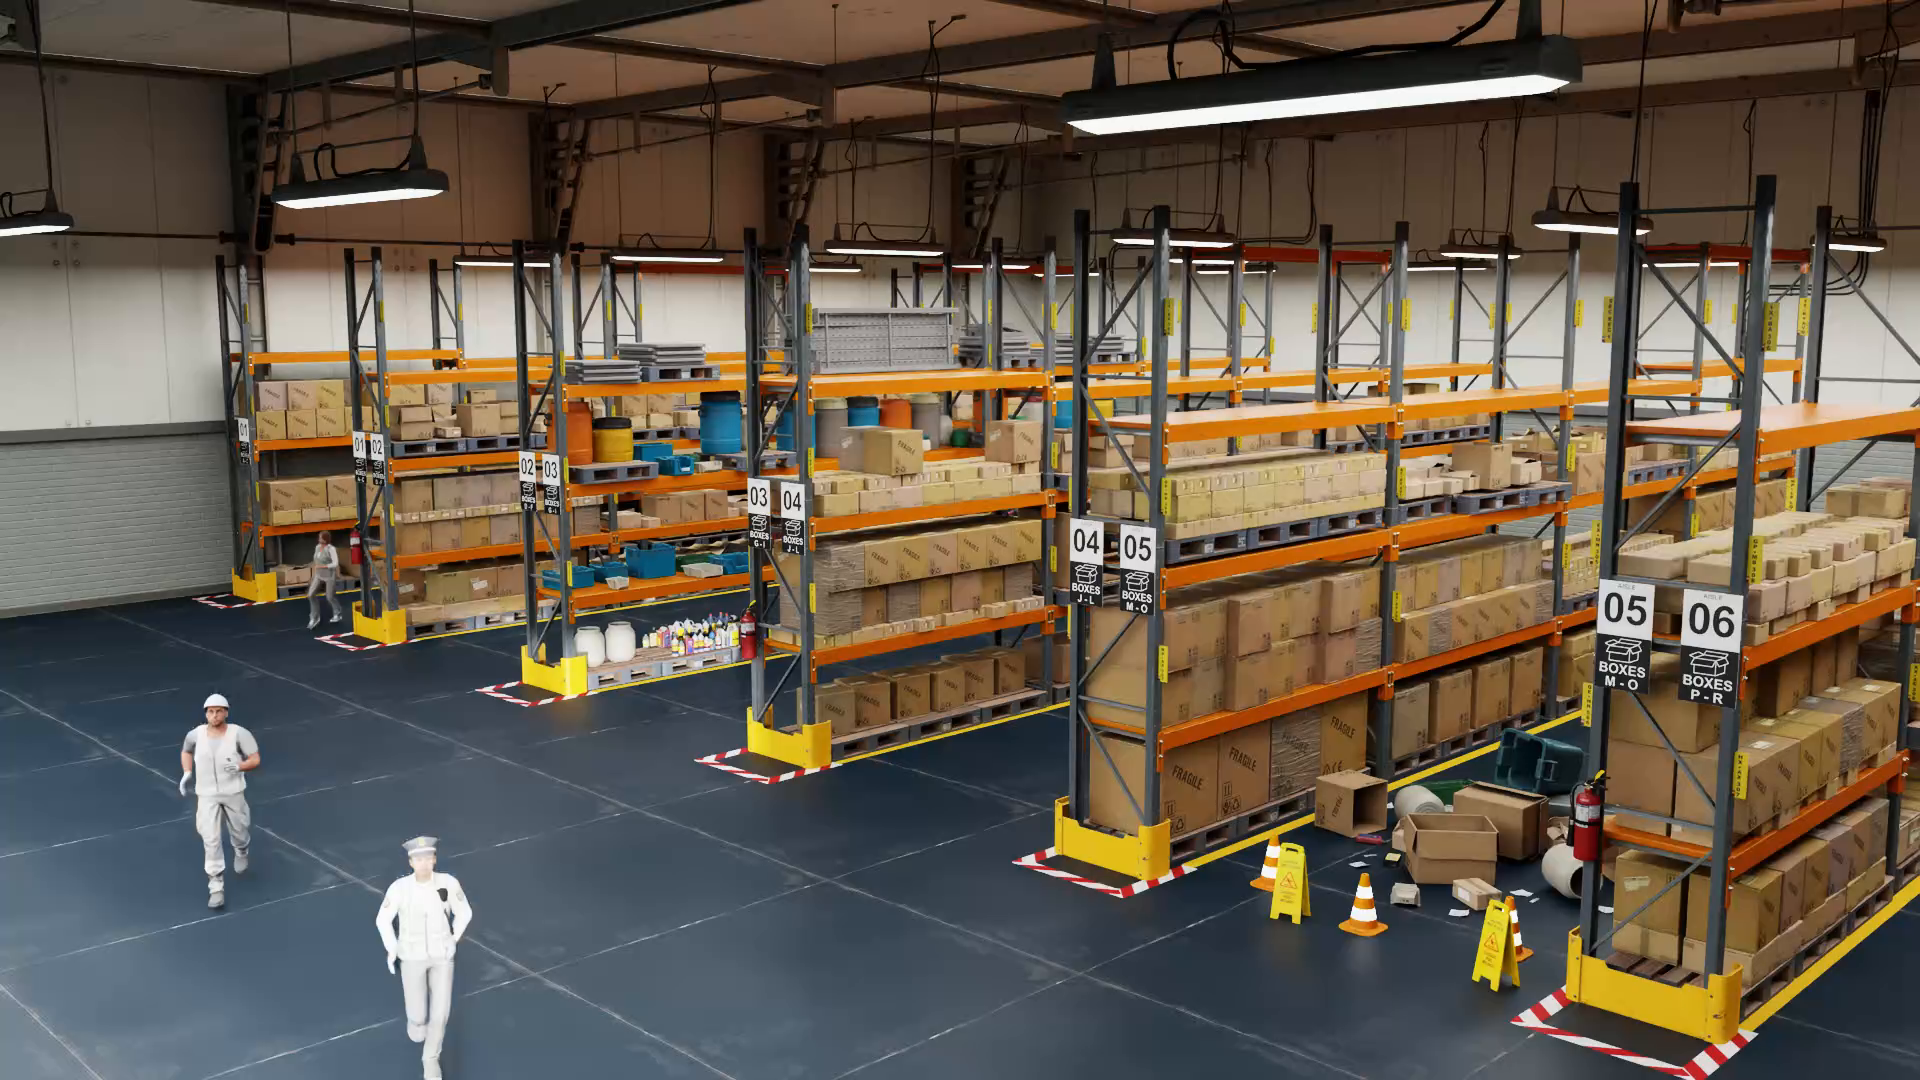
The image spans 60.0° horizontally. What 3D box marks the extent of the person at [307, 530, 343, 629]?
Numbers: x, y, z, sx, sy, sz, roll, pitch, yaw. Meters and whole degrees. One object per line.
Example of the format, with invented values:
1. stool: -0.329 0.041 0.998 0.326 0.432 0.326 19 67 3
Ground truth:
1. person: -10.134 0.625 26.676 0.546 1.607 0.695 3 9 20

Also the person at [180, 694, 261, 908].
1. person: -6.449 2.216 14.524 0.663 1.766 1.000 -3 8 -17

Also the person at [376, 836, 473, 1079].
1. person: -3.595 2.782 11.216 0.615 1.657 0.555 -3 9 -22
